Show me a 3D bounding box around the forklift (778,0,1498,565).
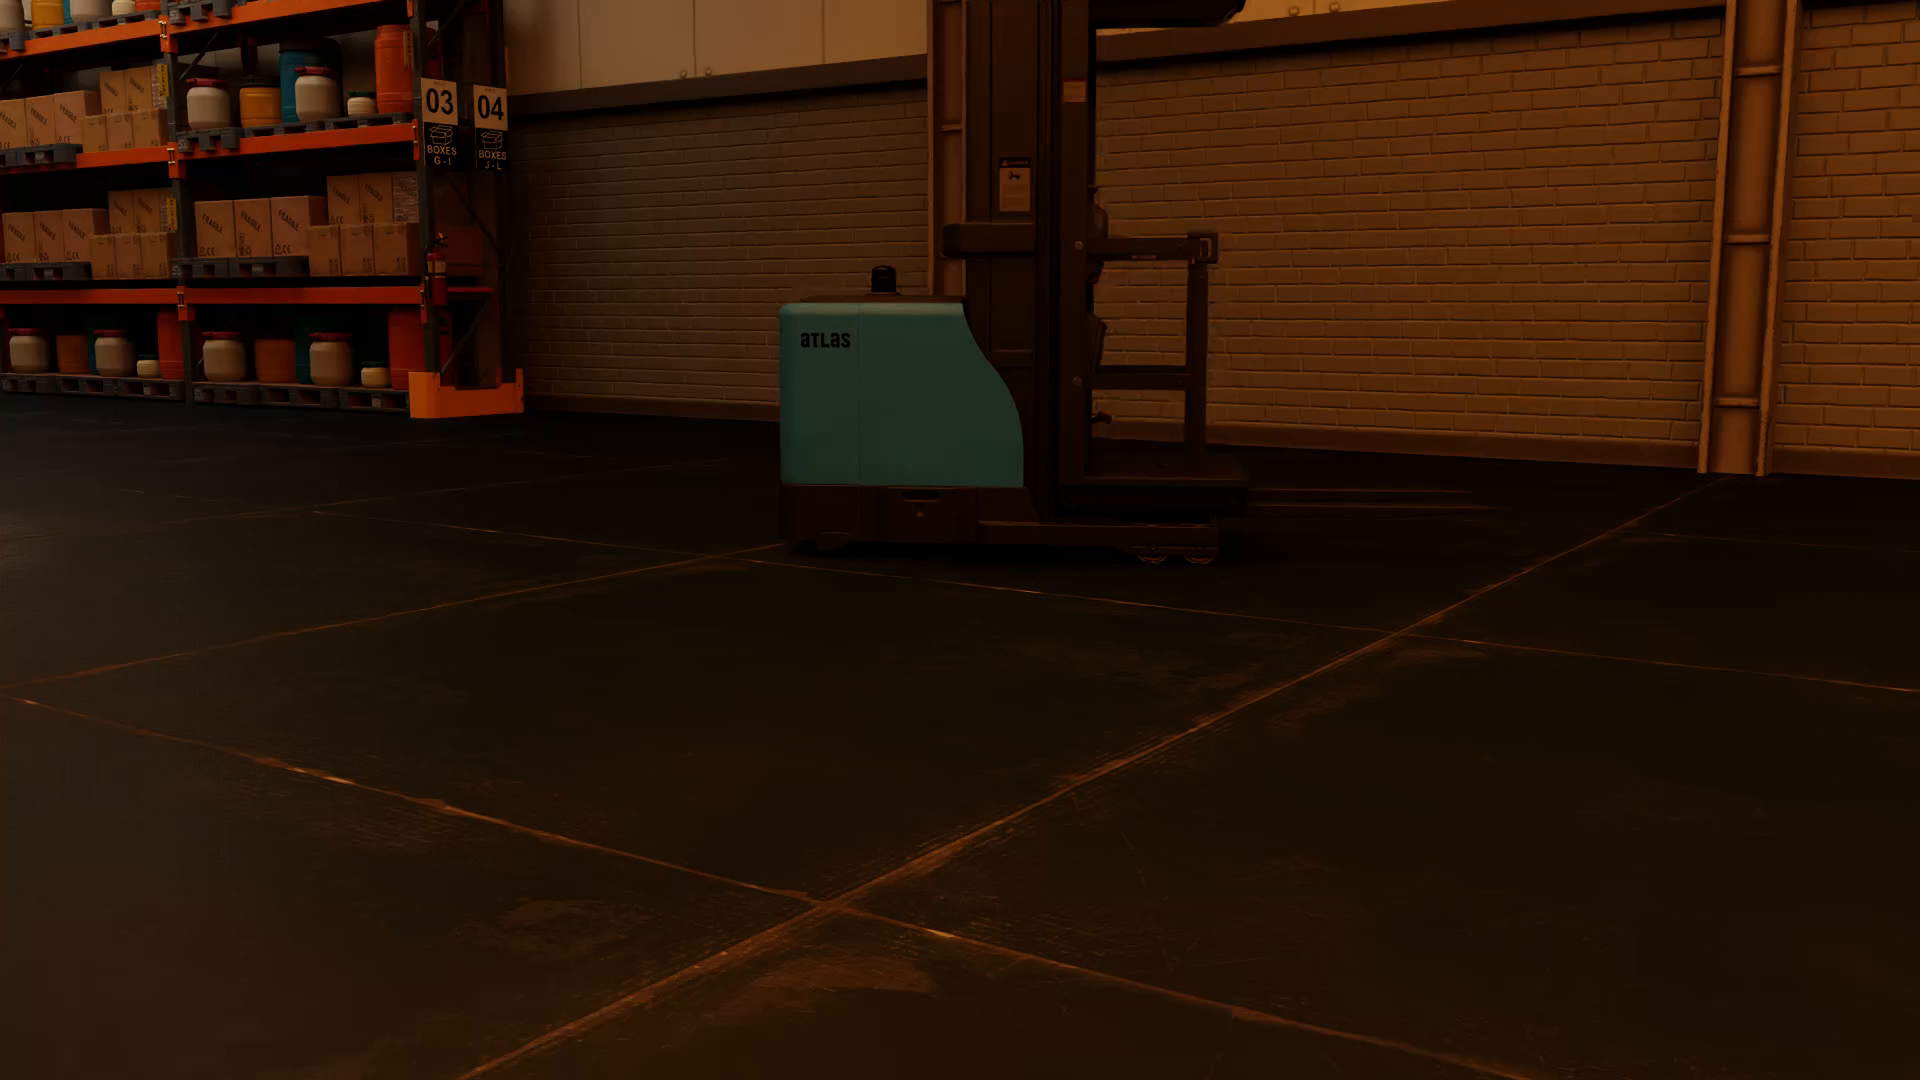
[{"bbox_3d":[0.770,-1.428,7.235,3.031,2.935,1.130,1,8,6],"label":"forklift"}]
